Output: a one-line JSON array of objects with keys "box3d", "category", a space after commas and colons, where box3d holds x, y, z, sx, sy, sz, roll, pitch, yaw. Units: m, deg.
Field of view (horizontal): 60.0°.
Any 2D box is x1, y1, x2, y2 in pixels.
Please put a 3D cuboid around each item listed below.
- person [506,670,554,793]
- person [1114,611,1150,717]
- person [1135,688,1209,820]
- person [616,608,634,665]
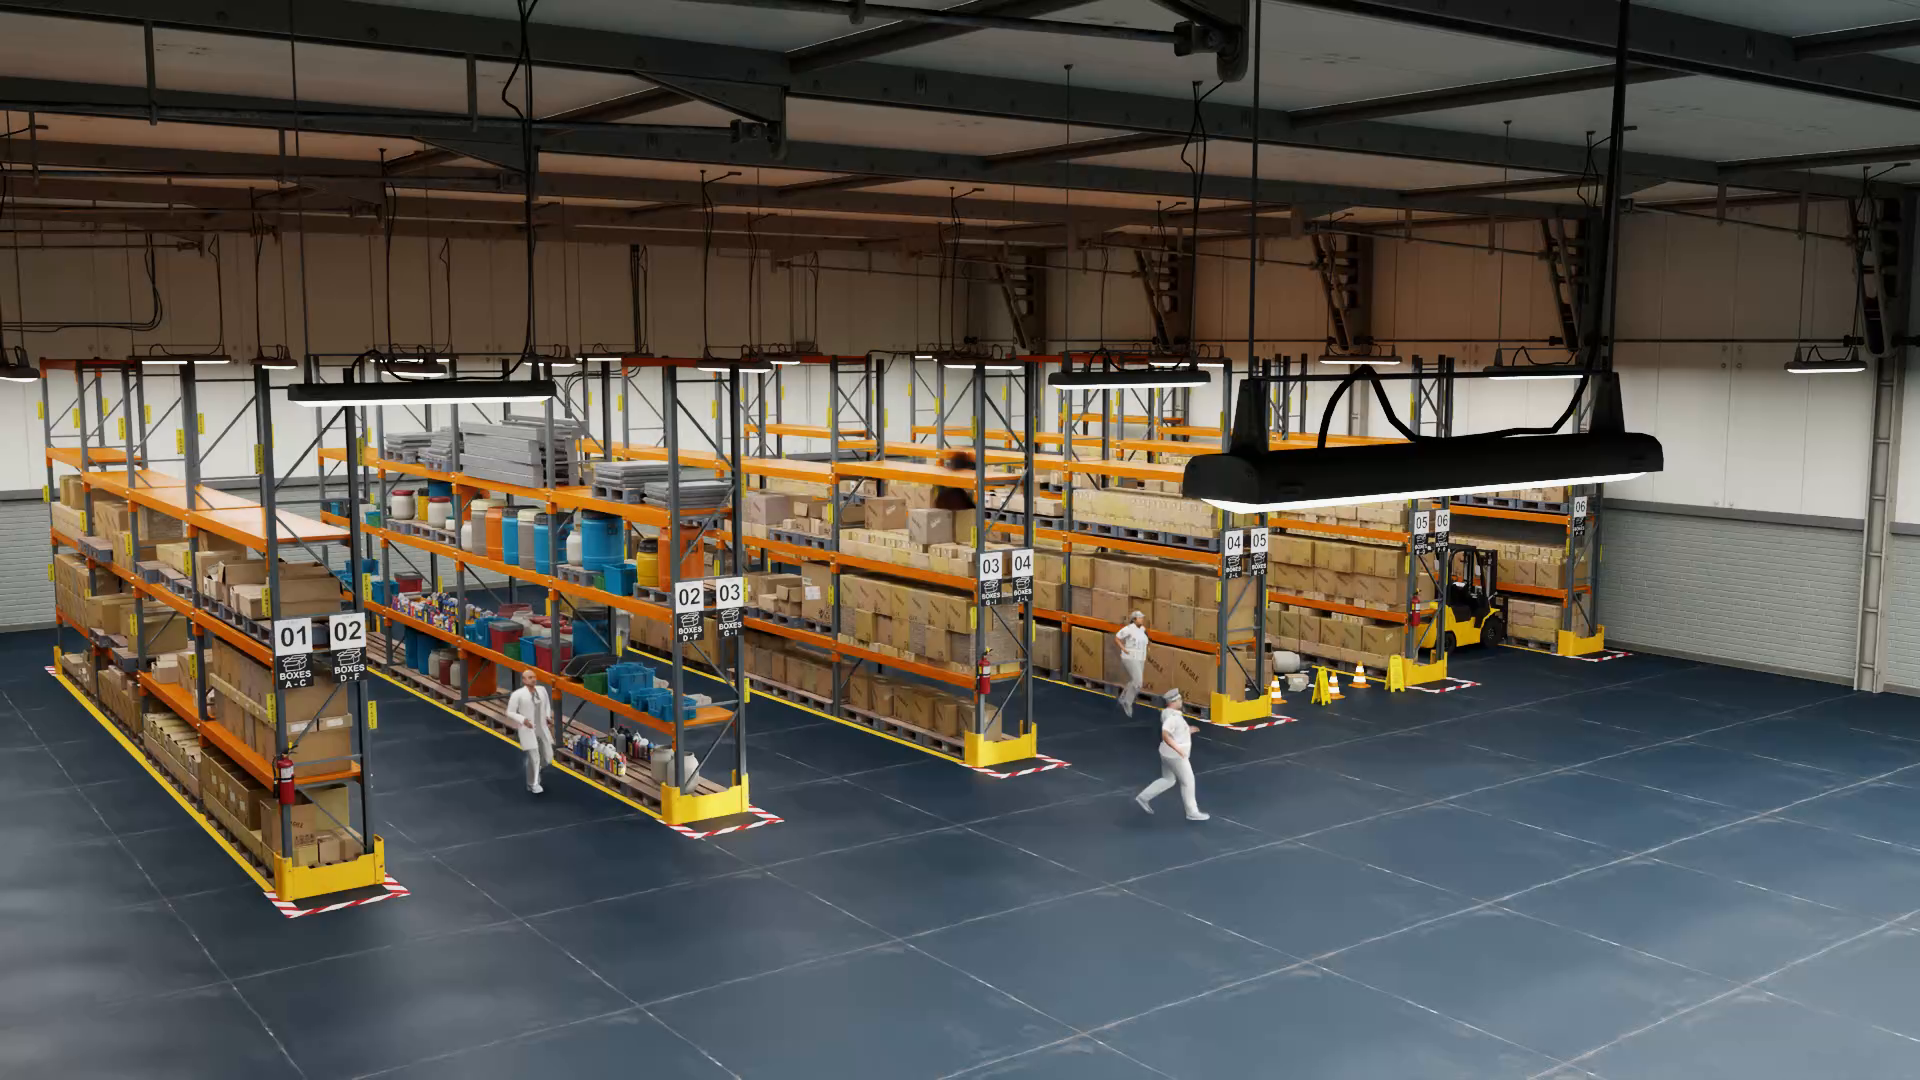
[{"box3d": [-5.984, 2.676, 23.312, 0.705, 1.727, 0.661, -6, 9, -43], "category": "person"}, {"box3d": [2.880, 2.015, 27.328, 0.537, 1.719, 0.608, 5, 9, 37], "category": "person"}, {"box3d": [2.821, 2.815, 21.878, 0.959, 1.758, 0.669, -1, 7, -10], "category": "person"}, {"box3d": [-6.480, 1.737, 31.776, 0.531, 1.553, 0.639, -6, 9, -39], "category": "person"}]
